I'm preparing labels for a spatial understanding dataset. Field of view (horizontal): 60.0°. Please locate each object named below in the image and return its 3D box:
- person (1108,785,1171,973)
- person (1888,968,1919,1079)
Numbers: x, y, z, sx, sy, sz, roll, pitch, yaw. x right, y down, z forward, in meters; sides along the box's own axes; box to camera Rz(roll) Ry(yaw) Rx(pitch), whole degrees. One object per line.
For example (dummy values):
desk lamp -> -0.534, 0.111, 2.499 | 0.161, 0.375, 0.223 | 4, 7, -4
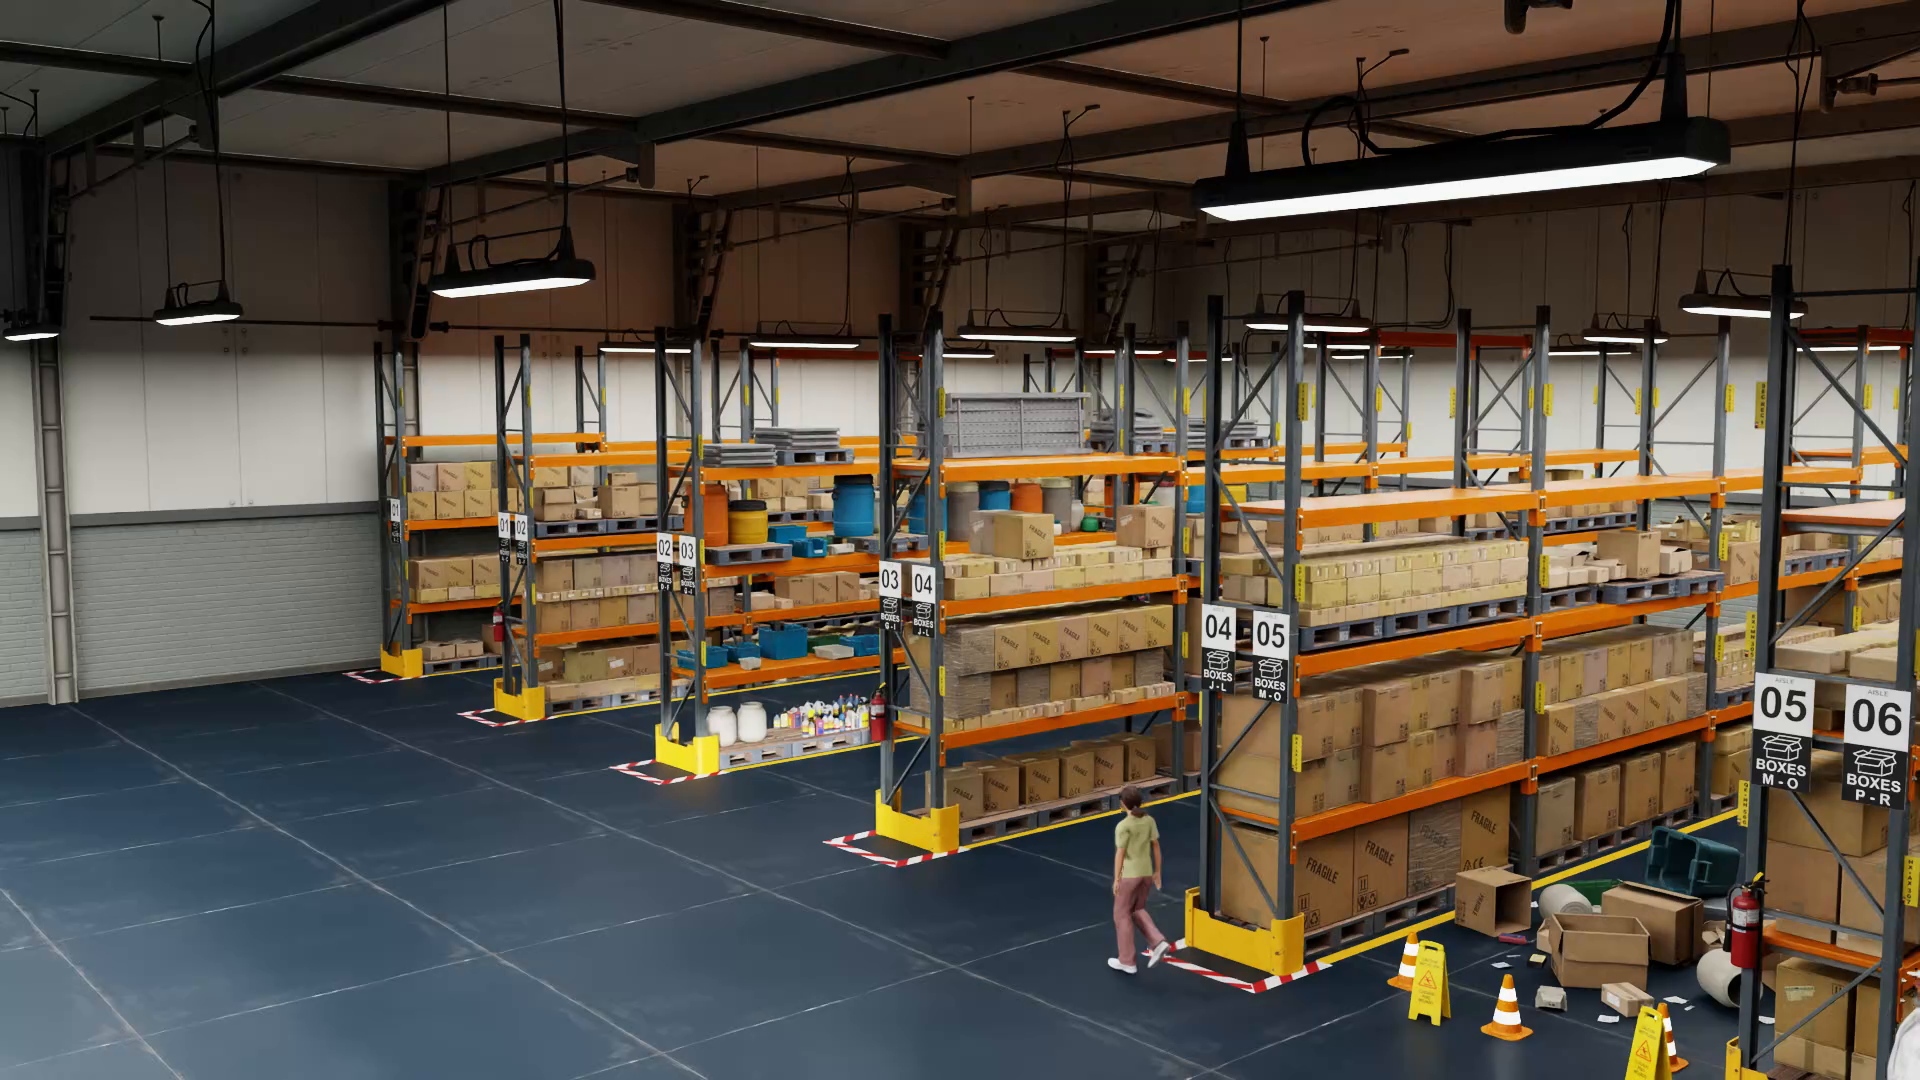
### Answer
person -> 1.578, 2.991, 14.646 | 0.450, 1.659, 0.570 | -4, 7, -39
person -> 5.827, 3.380, 10.007 | 0.746, 1.739, 0.536 | 0, 5, 1
